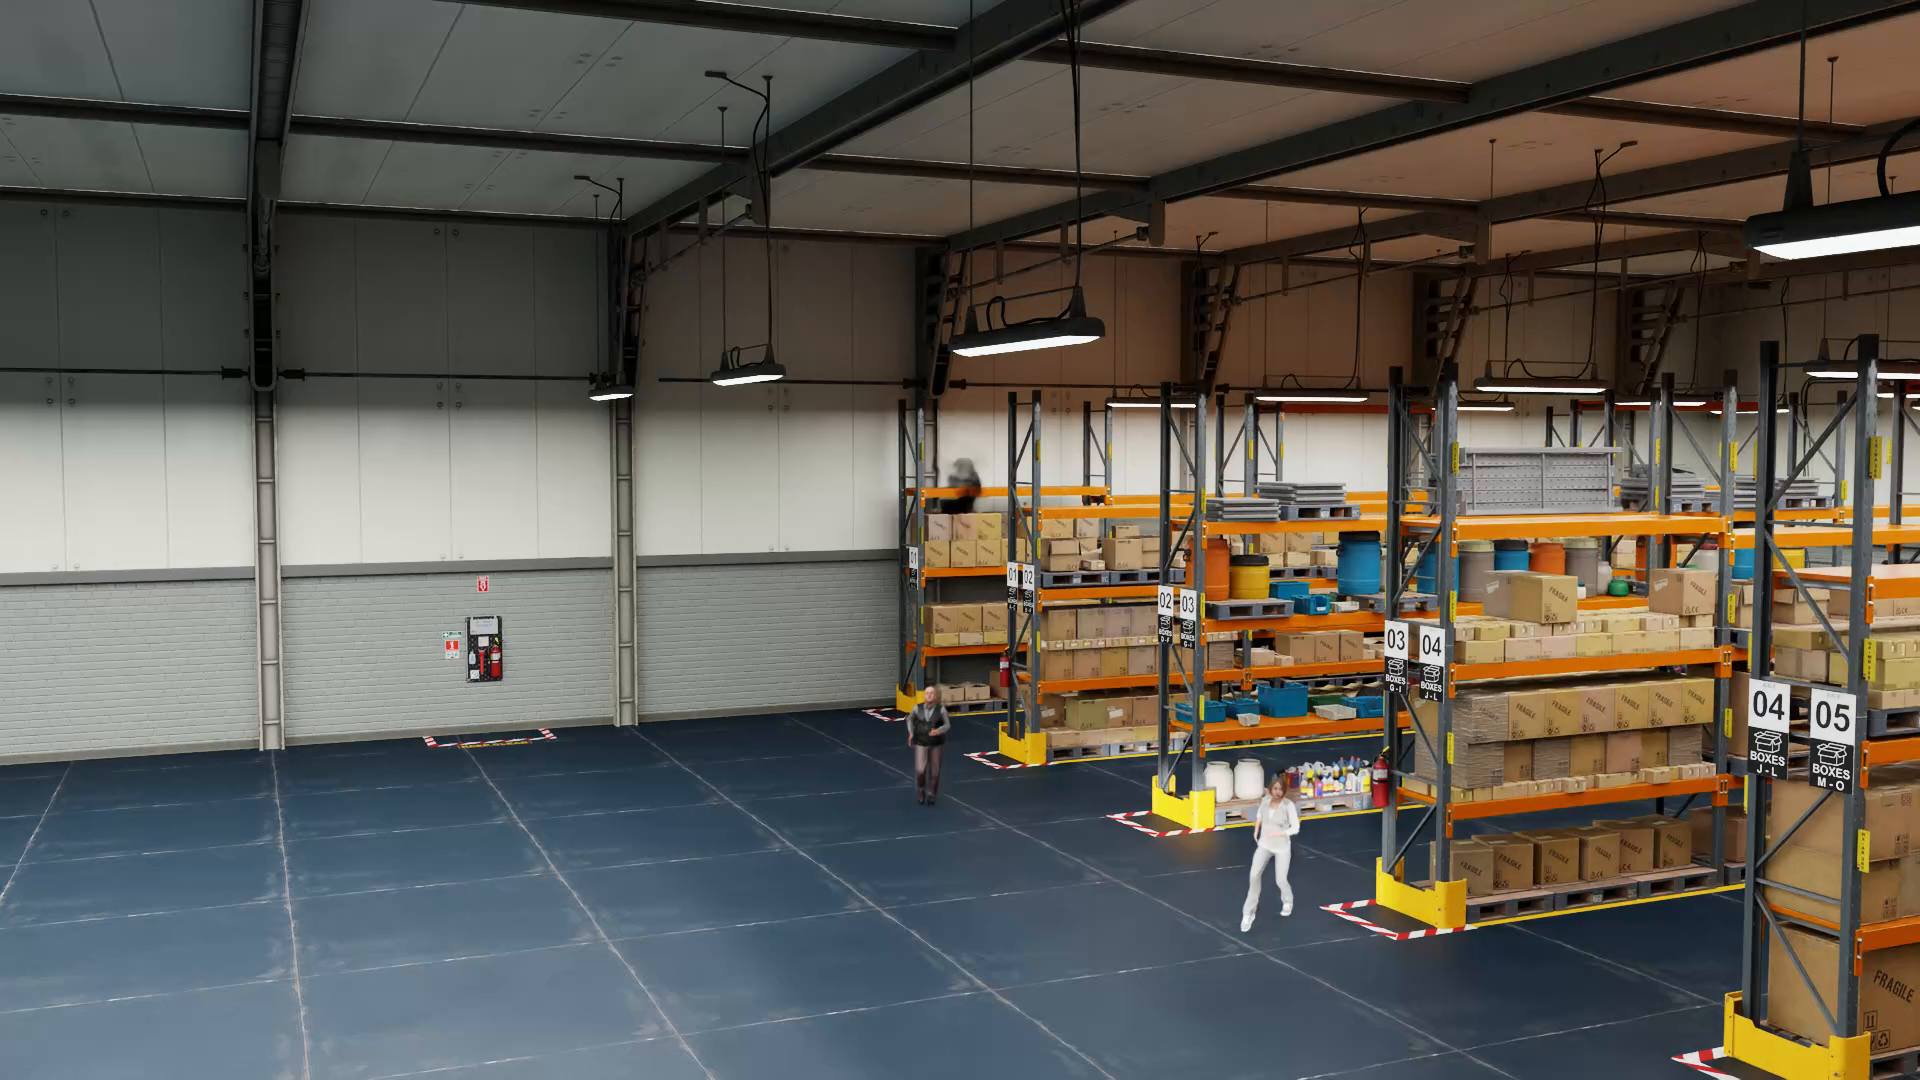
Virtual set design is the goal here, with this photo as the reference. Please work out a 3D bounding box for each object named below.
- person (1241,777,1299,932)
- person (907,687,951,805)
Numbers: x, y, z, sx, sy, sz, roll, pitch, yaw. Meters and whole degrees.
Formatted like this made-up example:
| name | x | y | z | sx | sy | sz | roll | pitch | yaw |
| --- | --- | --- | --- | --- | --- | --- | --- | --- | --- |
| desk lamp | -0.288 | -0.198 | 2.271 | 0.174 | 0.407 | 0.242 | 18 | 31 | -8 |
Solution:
| name | x | y | z | sx | sy | sz | roll | pitch | yaw |
| --- | --- | --- | --- | --- | --- | --- | --- | --- | --- |
| person | 3.366 | 3.323 | 17.764 | 0.538 | 1.611 | 0.828 | 2 | 4 | 30 |
| person | -0.449 | 2.924 | 23.560 | 0.639 | 1.685 | 0.651 | 0 | 3 | 1 |
